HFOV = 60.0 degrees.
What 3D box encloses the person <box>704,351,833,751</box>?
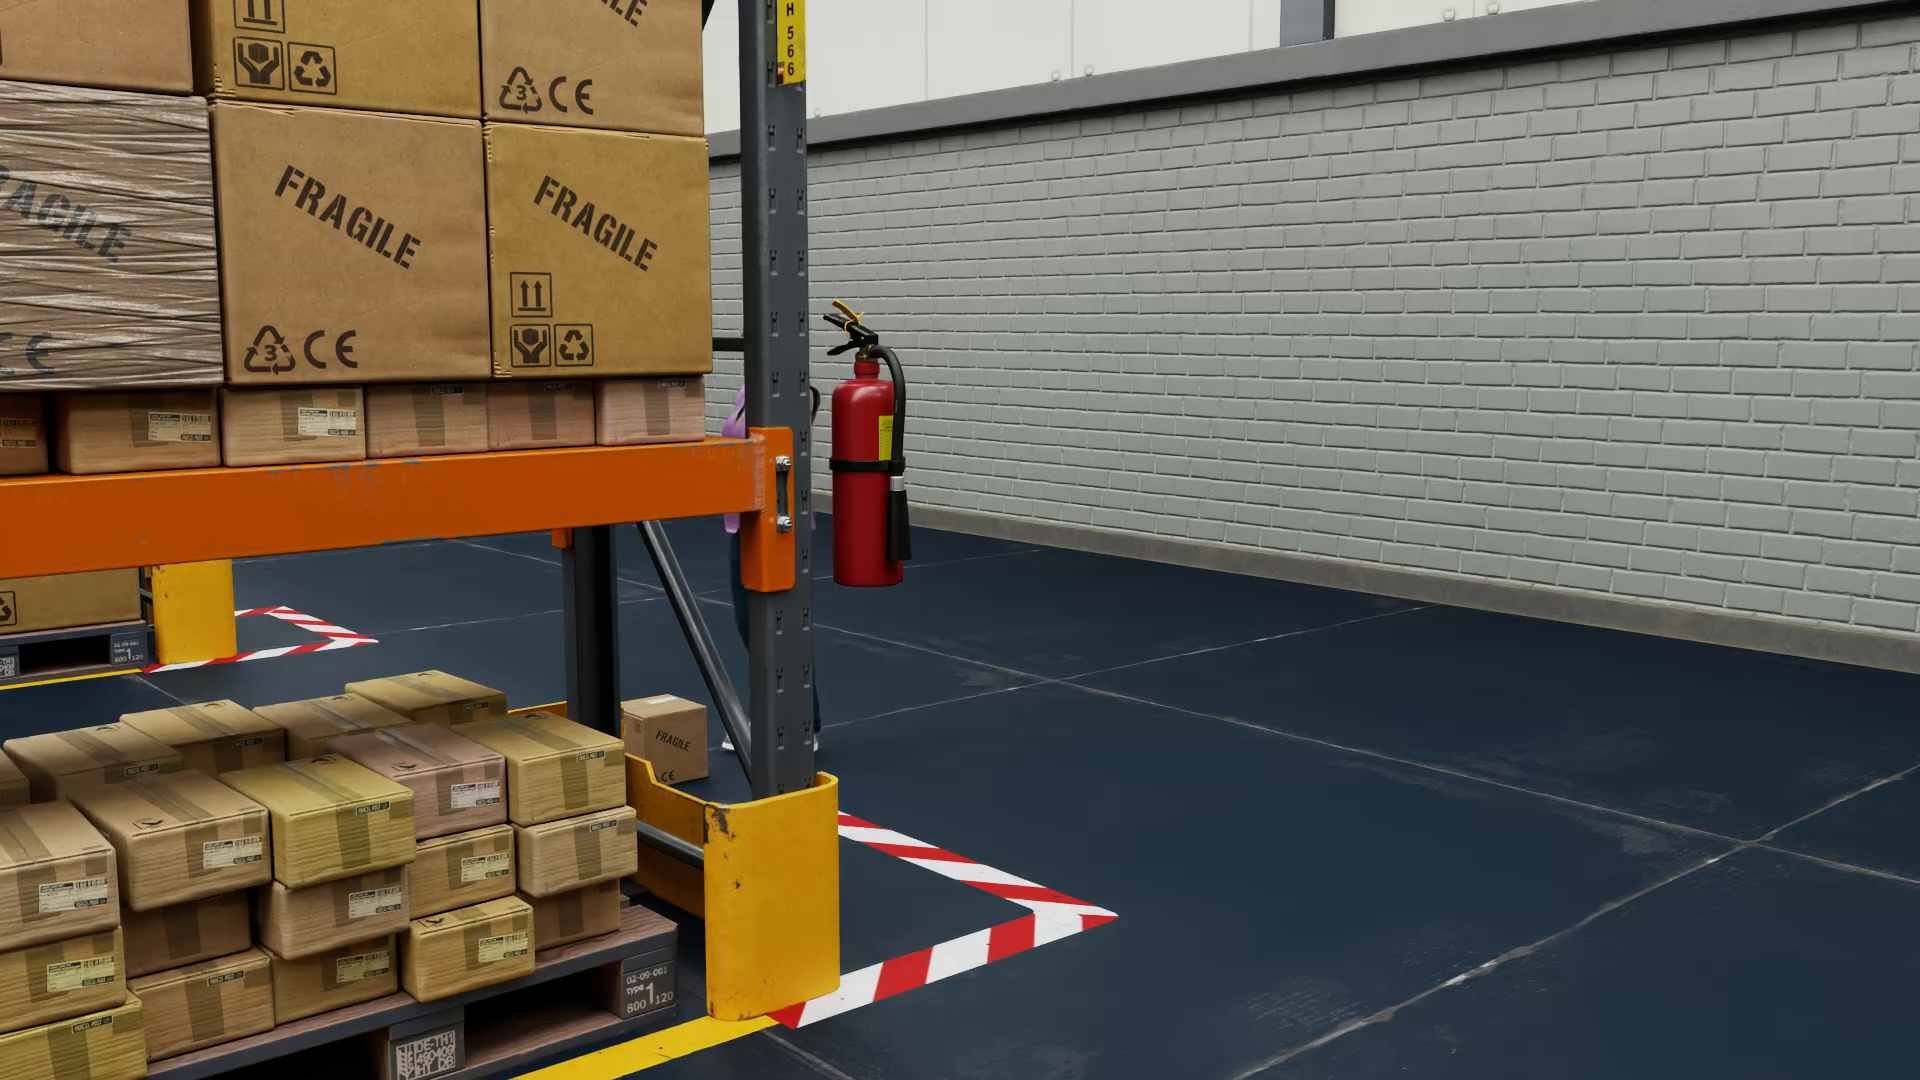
[{"bbox_3d":[-0.678,0.065,5.928,0.497,1.453,0.447,-6,10,-40],"label":"person"}]
